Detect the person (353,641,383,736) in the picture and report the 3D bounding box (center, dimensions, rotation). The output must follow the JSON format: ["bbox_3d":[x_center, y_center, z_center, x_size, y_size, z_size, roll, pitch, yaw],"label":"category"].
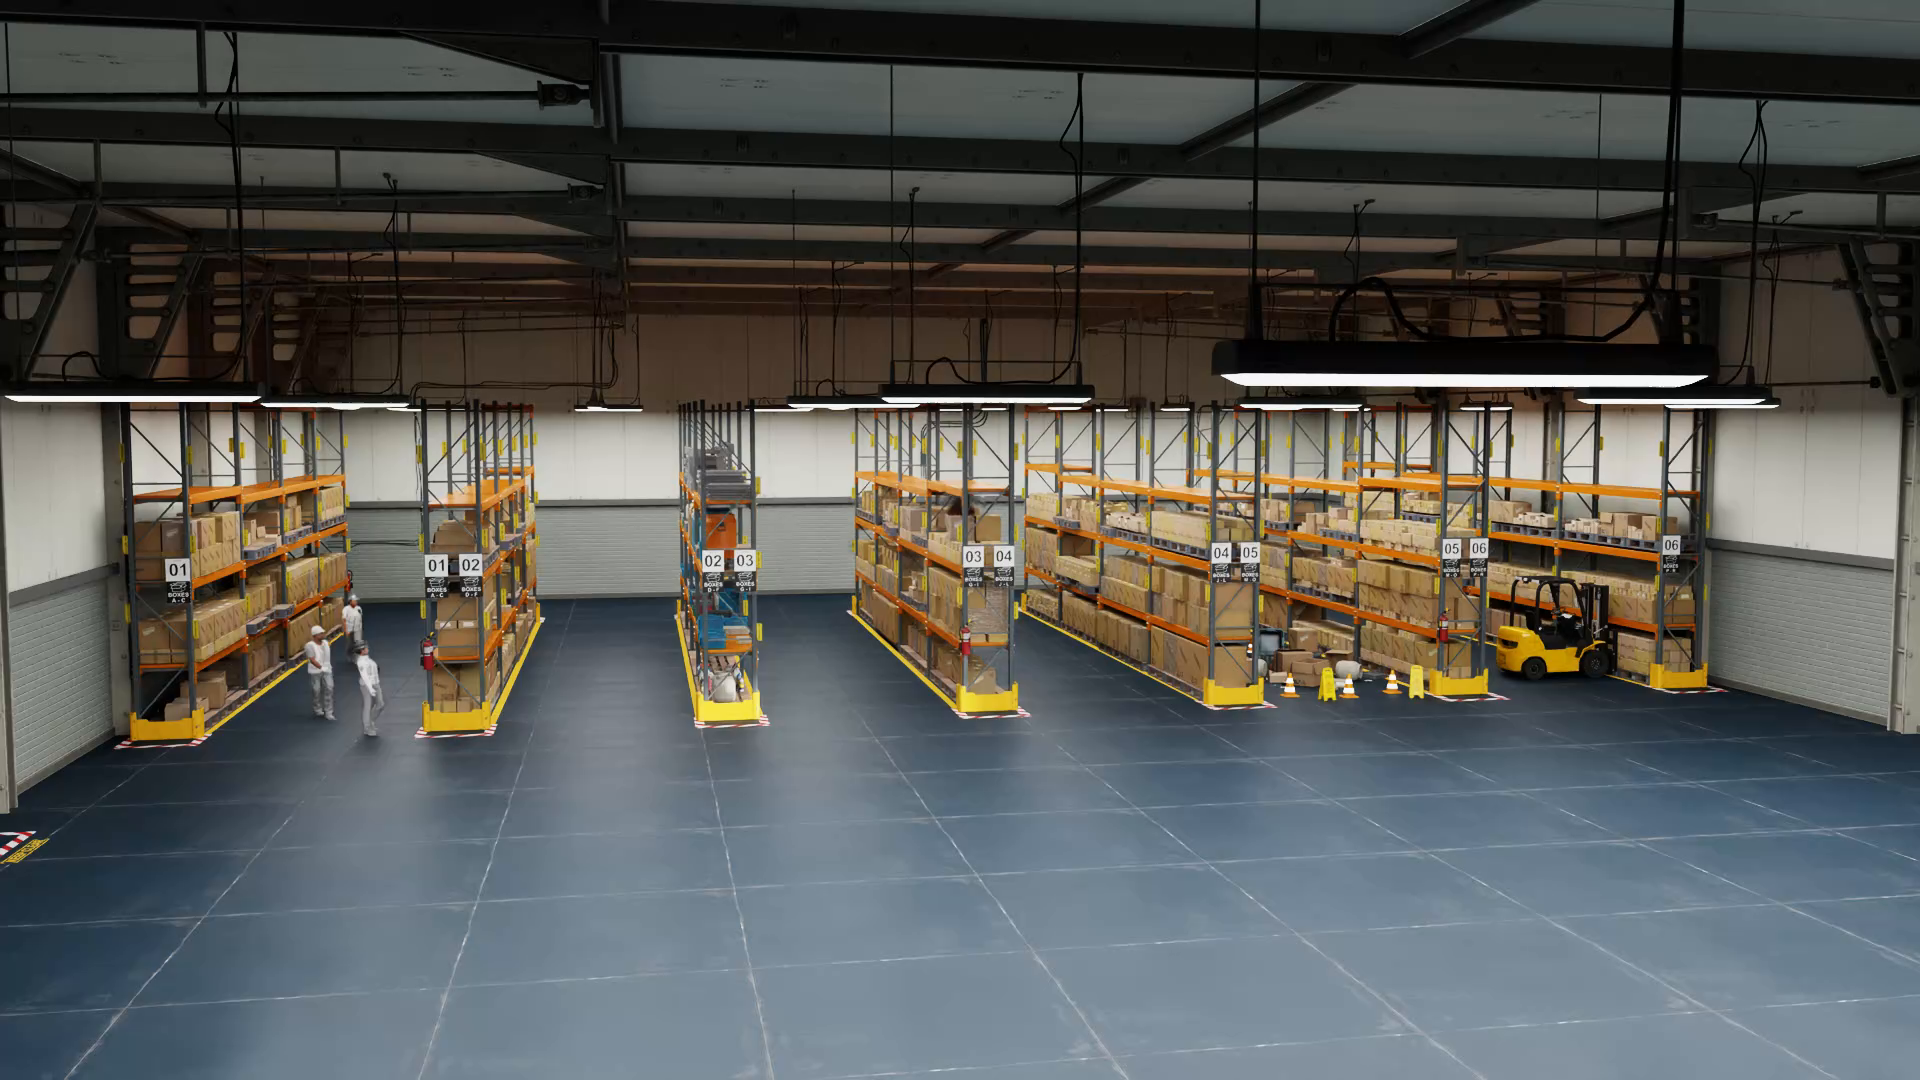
[{"bbox_3d":[-10.586,2.644,29.796,0.505,1.689,0.555,1,4,14],"label":"person"}]

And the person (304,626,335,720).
[{"bbox_3d":[-12.000,2.470,31.134,0.493,1.735,0.943,-3,5,-31],"label":"person"}]

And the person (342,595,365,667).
[{"bbox_3d":[-13.807,2.057,37.854,0.475,1.618,0.947,-1,4,-15],"label":"person"}]
